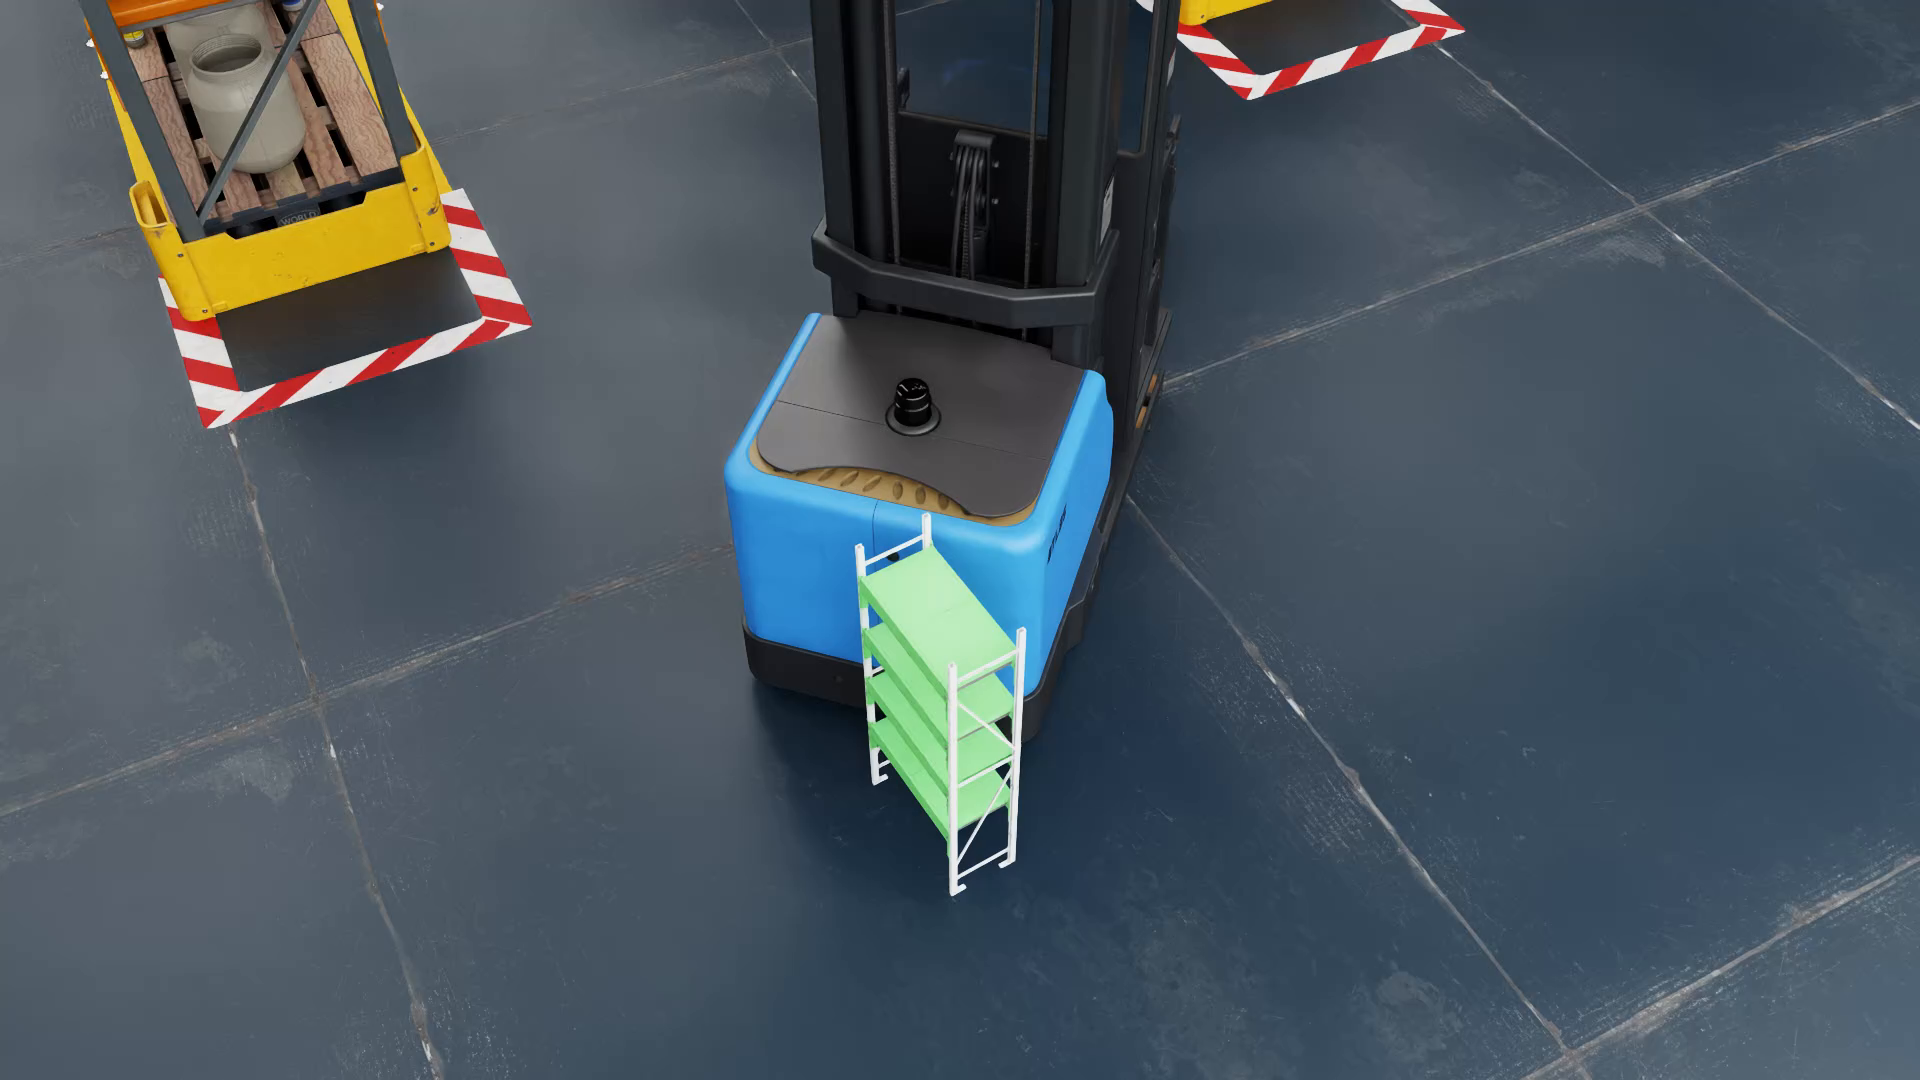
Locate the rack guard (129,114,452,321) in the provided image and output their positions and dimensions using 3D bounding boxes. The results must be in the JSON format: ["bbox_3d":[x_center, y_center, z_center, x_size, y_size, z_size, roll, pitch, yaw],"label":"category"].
[{"bbox_3d":[-2.844,-1.392,7.136,1.175,0.500,0.348,-21,52,-18],"label":"rack guard"}]

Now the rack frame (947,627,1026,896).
[{"bbox_3d":[0.072,0.680,4.858,0.240,1.200,0.015,-25,53,-21],"label":"rack frame"}]

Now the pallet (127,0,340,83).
[{"bbox_3d":[-3.765,-2.658,8.435,1.003,0.211,1.213,-21,52,-18],"label":"pallet"}]

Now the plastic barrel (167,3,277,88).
[{"bbox_3d":[-3.366,-2.249,7.598,0.421,0.512,0.421,0,49,0],"label":"plastic barrel"}]

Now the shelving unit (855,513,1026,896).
[{"bbox_3d":[-0.058,0.525,4.994,0.258,1.200,0.503,-25,53,-21],"label":"shelving unit"}]

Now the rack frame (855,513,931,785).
[{"bbox_3d":[-0.188,0.369,5.130,0.240,1.200,0.015,-25,53,-21],"label":"rack frame"}]

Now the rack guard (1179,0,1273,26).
[{"bbox_3d":[1.602,-3.114,8.642,1.175,0.500,0.348,-21,52,-18],"label":"rack guard"}]

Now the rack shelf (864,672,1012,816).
[{"bbox_3d":[-0.058,0.567,5.042,0.258,0.148,0.480,-25,53,-21],"label":"rack shelf"}]

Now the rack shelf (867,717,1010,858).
[{"bbox_3d":[-0.058,0.725,5.223,0.258,0.148,0.480,-25,53,-21],"label":"rack shelf"}]

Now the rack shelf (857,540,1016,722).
[{"bbox_3d":[-0.058,0.251,4.681,0.258,0.148,0.480,-25,53,-21],"label":"rack shelf"}]

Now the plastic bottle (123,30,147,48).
[{"bbox_3d":[-3.998,-2.482,7.995,0.097,0.201,0.097,0,49,0],"label":"plastic bottle"}]

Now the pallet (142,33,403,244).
[{"bbox_3d":[-3.211,-1.843,7.721,1.003,0.211,1.213,-21,52,-18],"label":"pallet"}]

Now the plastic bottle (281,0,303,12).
[{"bbox_3d":[-3.320,-2.748,8.181,0.097,0.271,0.097,0,49,0],"label":"plastic bottle"}]

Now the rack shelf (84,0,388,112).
[{"bbox_3d":[-3.683,-3.282,7.606,1.077,0.370,4.000,-21,52,-18],"label":"rack shelf"}]

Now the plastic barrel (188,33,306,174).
[{"bbox_3d":[-3.137,-1.914,7.305,0.421,0.512,0.421,0,49,0],"label":"plastic barrel"}]

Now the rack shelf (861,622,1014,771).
[{"bbox_3d":[-0.058,0.409,4.862,0.258,0.148,0.480,-25,53,-21],"label":"rack shelf"}]

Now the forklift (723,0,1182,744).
[{"bbox_3d":[0.186,-1.417,5.542,1.130,2.935,3.031,13,50,11],"label":"forklift"}]

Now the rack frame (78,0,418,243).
[{"bbox_3d":[-2.768,-2.181,6.164,1.000,3.000,0.127,-21,52,-18],"label":"rack frame"}]
